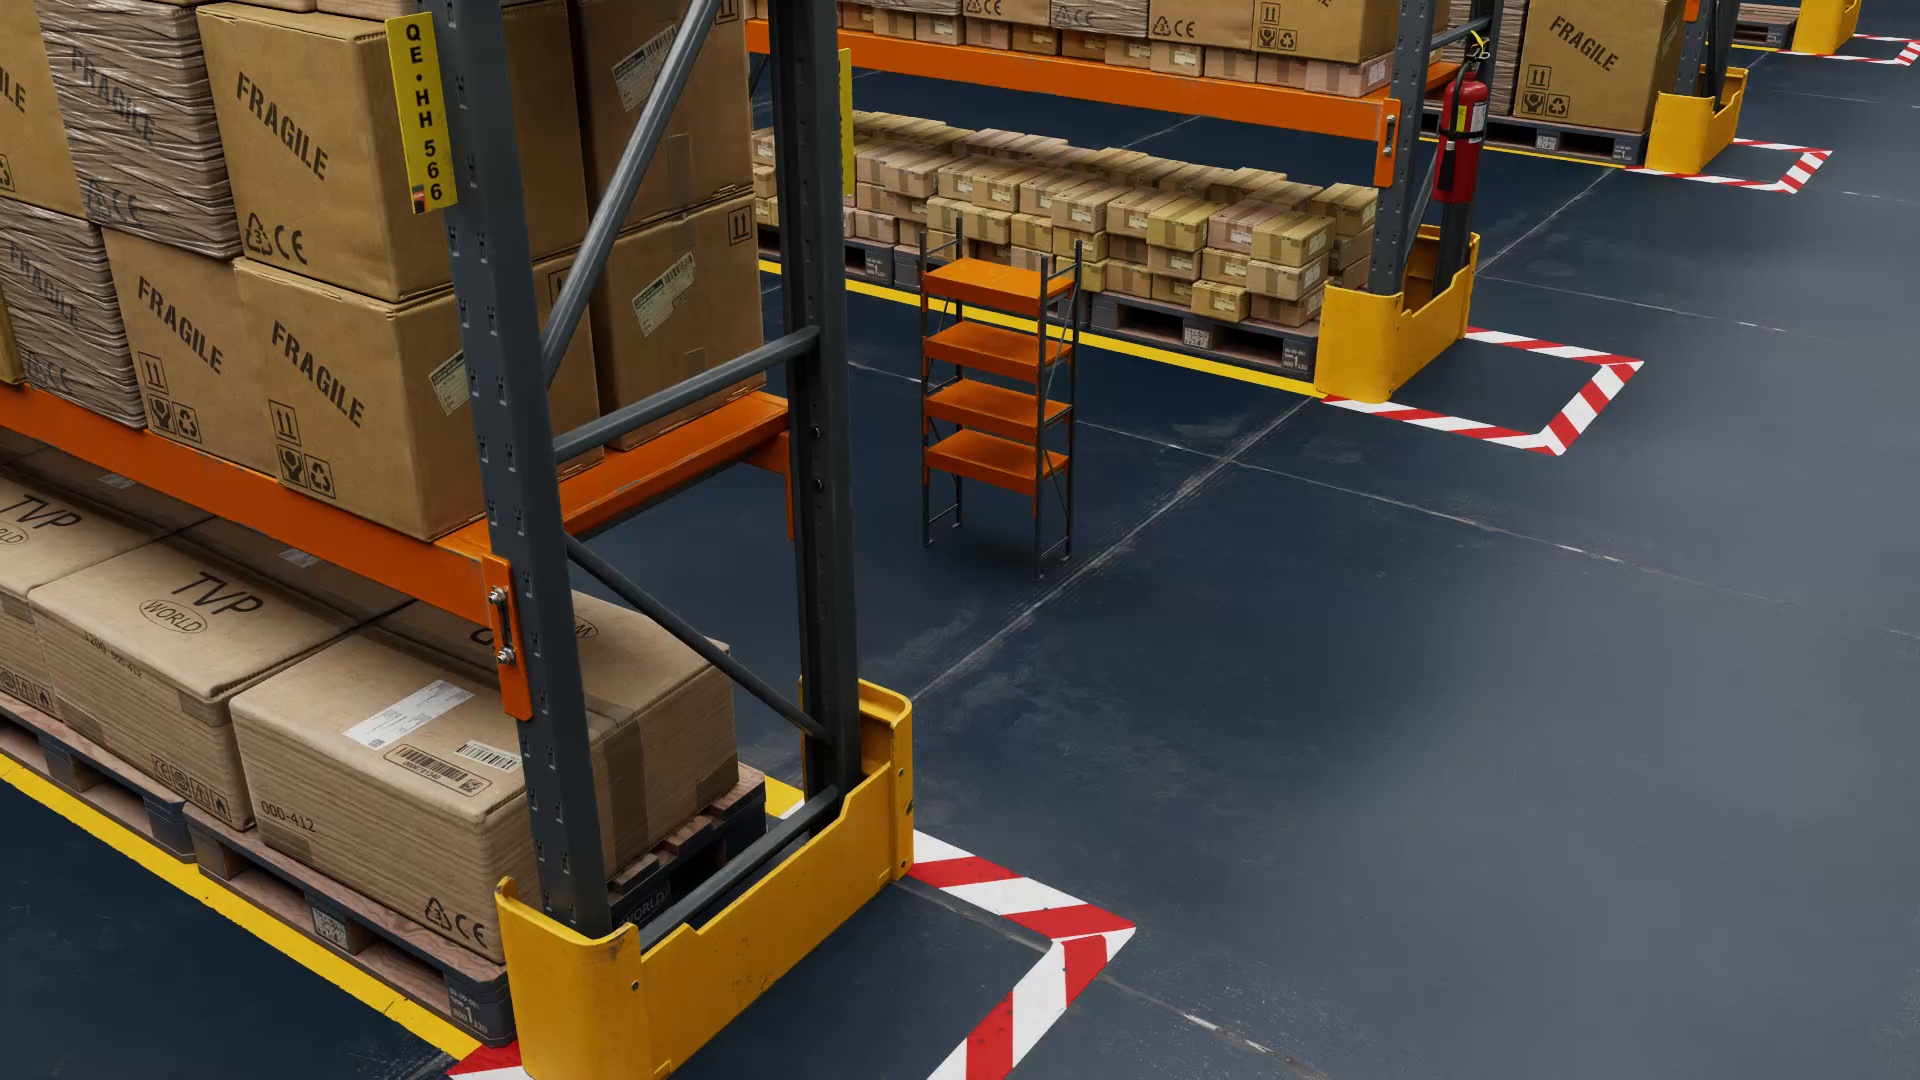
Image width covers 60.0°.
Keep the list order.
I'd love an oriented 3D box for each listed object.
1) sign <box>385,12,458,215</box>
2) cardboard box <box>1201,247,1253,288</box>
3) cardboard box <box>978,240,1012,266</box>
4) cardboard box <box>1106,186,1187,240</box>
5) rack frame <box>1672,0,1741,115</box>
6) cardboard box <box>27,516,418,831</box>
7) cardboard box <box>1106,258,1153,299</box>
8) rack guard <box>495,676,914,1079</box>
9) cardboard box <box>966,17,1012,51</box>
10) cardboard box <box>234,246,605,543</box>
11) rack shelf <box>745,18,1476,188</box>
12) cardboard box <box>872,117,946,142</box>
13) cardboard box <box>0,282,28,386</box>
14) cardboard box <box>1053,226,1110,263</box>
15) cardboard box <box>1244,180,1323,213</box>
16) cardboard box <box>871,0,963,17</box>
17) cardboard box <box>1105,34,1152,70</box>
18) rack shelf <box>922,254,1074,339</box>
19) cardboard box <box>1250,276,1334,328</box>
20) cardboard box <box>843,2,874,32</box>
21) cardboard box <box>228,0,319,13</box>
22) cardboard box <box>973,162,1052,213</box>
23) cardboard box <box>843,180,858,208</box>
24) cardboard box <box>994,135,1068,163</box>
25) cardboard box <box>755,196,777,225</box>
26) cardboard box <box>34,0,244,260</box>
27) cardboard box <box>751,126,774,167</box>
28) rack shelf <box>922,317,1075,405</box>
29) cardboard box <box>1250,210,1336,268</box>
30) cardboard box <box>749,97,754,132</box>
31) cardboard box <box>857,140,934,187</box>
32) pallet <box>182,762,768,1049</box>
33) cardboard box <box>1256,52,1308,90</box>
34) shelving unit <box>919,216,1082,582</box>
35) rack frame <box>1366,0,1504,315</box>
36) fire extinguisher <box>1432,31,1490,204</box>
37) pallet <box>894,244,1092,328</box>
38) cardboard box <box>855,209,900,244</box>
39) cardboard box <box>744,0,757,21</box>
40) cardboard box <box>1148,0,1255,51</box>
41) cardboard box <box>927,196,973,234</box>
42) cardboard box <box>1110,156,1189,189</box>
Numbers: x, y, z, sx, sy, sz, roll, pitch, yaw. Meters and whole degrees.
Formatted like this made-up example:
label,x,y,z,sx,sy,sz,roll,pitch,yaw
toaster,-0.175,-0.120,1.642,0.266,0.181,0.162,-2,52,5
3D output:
label,x,y,z,sx,sy,sz,roll,pitch,yaw
sign,-0.910,-0.723,2.826,0.005,0.325,0.100,17,32,30
cardboard box,1.346,-1.342,7.933,0.250,0.149,0.380,16,31,29
cardboard box,0.301,-1.550,8.670,0.250,0.149,0.380,18,32,32
cardboard box,0.910,-1.595,8.102,0.250,0.149,0.380,16,31,28
rack frame,5.019,-4.006,10.814,0.127,3.000,1.000,17,32,30
cardboard box,-1.951,0.290,4.735,0.875,0.438,0.875,18,32,32
cardboard box,0.926,-1.338,8.252,0.250,0.149,0.380,18,32,31
rack guard,-0.572,0.820,4.088,0.348,0.500,1.175,17,32,30
cardboard box,0.239,-2.526,8.183,0.250,0.149,0.380,19,32,32
cardboard box,-1.139,-0.370,3.560,0.500,0.500,0.500,18,32,31
rack shelf,0.479,-2.370,8.393,4.000,0.370,1.077,17,32,30
cardboard box,-0.287,-2.280,9.447,0.250,0.149,0.380,17,32,30
cardboard box,-2.407,-0.761,4.327,0.500,0.500,0.500,18,32,32
cardboard box,0.668,-1.516,8.274,0.250,0.149,0.380,18,32,31
cardboard box,1.593,-1.646,8.202,0.250,0.149,0.380,18,32,31
cardboard box,-0.097,-2.893,8.189,0.500,0.500,0.500,17,31,29
cardboard box,0.876,-2.315,7.770,0.250,0.149,0.380,16,31,28
rack shelf,0.136,-0.842,5.716,0.480,0.148,0.258,17,32,30
cardboard box,1.576,-1.151,7.885,0.250,0.149,0.380,18,32,31
cardboard box,-0.396,-2.738,8.600,0.250,0.149,0.380,16,31,28
cardboard box,-1.224,-1.153,3.281,0.250,0.149,0.380,18,32,31
cardboard box,0.271,-1.809,8.522,0.250,0.149,0.380,17,32,31
cardboard box,-0.571,-1.960,9.147,0.250,0.149,0.380,17,32,30
cardboard box,0.388,-2.085,9.063,0.250,0.149,0.380,16,31,29
cardboard box,-1.051,-1.907,9.371,0.250,0.149,0.380,16,31,28
cardboard box,-1.571,-0.949,3.595,0.500,0.500,0.500,17,32,30
cardboard box,-1.003,-2.220,9.330,0.250,0.149,0.380,19,32,32
rack shelf,0.136,-0.632,5.823,0.480,0.148,0.258,17,32,30
cardboard box,1.548,-1.400,7.718,0.250,0.149,0.380,18,32,31
cardboard box,-1.628,-2.566,10.279,0.500,0.500,0.500,19,32,32
cardboard box,-0.345,-2.022,8.941,0.250,0.149,0.380,16,31,29
pallet,-1.295,0.766,4.512,1.213,0.211,1.003,17,32,30
cardboard box,1.515,-2.121,7.388,0.250,0.149,0.380,17,32,30
shelving unit,0.136,-0.492,5.894,0.503,1.200,0.258,17,32,30
rack frame,2.128,-2.177,7.221,0.127,3.000,1.000,17,32,30
fire extinguisher,2.074,-1.739,6.857,0.183,0.674,0.296,17,32,30
pallet,0.414,-1.489,8.944,1.213,0.211,1.003,17,32,30
cardboard box,-0.360,-1.748,9.058,0.250,0.149,0.380,17,31,29
cardboard box,-1.121,-2.897,8.913,0.250,0.149,0.380,19,32,32
cardboard box,1.190,-2.508,7.432,0.500,0.500,0.500,17,31,30
cardboard box,0.035,-1.722,8.679,0.250,0.149,0.380,17,32,30
cardboard box,0.983,-1.866,8.634,0.250,0.149,0.380,19,32,32
